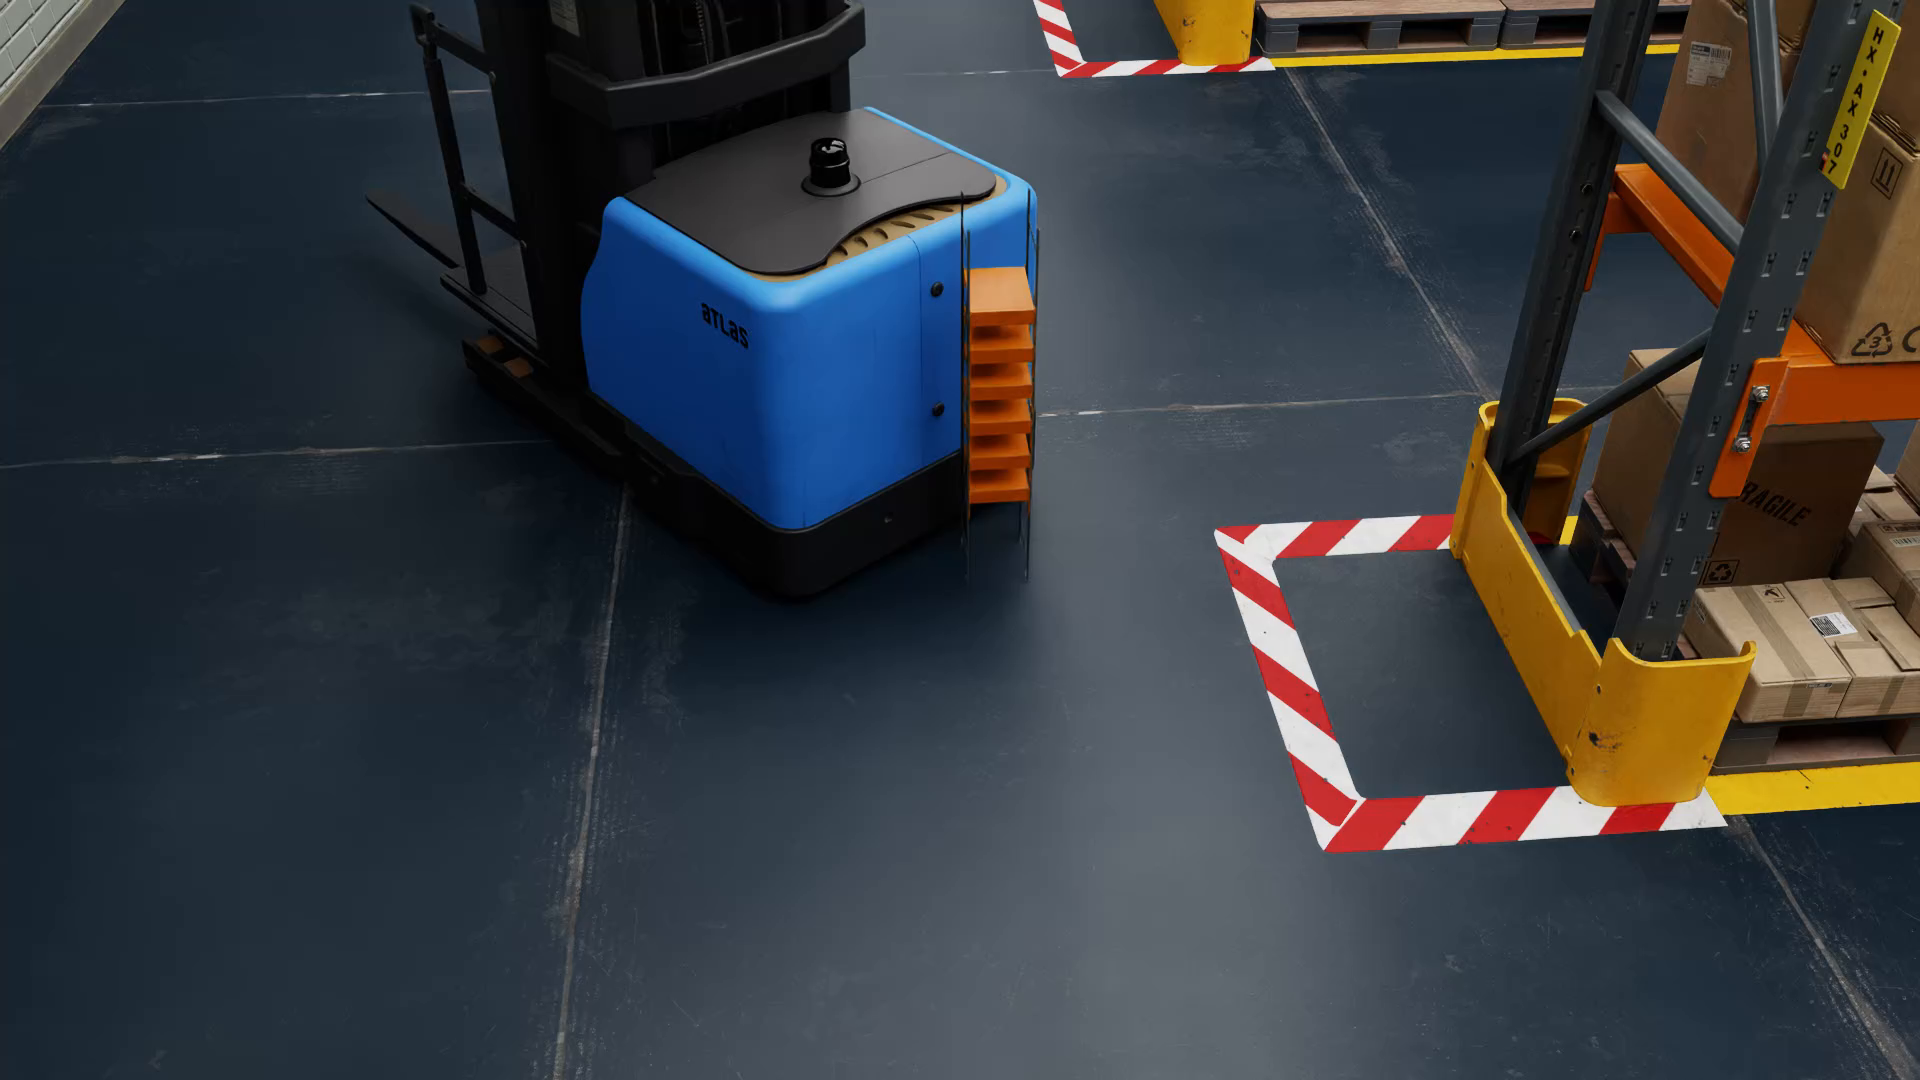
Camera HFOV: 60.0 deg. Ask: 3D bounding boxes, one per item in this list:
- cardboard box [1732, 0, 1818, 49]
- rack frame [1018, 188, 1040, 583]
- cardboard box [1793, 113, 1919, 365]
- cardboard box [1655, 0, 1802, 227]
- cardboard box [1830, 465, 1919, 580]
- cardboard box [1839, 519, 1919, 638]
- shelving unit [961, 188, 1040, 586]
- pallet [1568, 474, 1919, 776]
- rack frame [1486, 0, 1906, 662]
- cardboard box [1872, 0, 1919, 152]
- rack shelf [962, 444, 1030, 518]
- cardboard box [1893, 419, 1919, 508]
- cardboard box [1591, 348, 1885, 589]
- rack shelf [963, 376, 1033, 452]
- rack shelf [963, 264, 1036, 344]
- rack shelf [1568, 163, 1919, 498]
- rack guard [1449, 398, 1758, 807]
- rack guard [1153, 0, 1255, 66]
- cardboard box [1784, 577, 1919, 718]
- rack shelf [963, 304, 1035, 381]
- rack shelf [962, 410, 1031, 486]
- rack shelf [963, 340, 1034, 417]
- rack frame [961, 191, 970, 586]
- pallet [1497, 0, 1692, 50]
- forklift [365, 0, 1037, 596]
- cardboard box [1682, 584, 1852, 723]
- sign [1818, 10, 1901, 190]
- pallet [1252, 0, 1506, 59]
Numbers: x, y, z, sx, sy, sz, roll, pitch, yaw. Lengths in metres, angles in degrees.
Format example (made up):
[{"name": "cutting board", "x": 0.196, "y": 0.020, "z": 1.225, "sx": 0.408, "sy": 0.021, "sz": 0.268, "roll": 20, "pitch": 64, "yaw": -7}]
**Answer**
[{"name": "cardboard box", "x": 2.097, "y": -1.465, "z": 3.798, "sx": 0.500, "sy": 0.500, "sz": 0.500, "roll": -3, "pitch": 38, "yaw": -4}, {"name": "rack frame", "x": 0.197, "y": -0.412, "z": 4.804, "sx": 0.006, "sy": 1.200, "sz": 0.240, "roll": -3, "pitch": 38, "yaw": -4}, {"name": "cardboard box", "x": 2.144, "y": -0.740, "z": 3.686, "sx": 0.500, "sy": 0.500, "sz": 0.500, "roll": -2, "pitch": 38, "yaw": -3}, {"name": "cardboard box", "x": 2.100, "y": -1.071, "z": 4.105, "sx": 0.500, "sy": 0.500, "sz": 0.500, "roll": -2, "pitch": 38, "yaw": -3}, {"name": "cardboard box", "x": 2.609, "y": -0.048, "z": 4.822, "sx": 0.250, "sy": 0.166, "sz": 0.380, "roll": -3, "pitch": 38, "yaw": -4}, {"name": "cardboard box", "x": 2.743, "y": 0.185, "z": 4.459, "sx": 0.500, "sy": 0.250, "sz": 0.500, "roll": -3, "pitch": 38, "yaw": -4}, {"name": "shelving unit", "x": 0.106, "y": -0.408, "z": 4.798, "sx": 0.189, "sy": 1.200, "sz": 0.258, "roll": -3, "pitch": 38, "yaw": -4}, {"name": "pallet", "x": 2.548, "y": 0.207, "z": 4.818, "sx": 1.213, "sy": 0.211, "sz": 1.003, "roll": -3, "pitch": 38, "yaw": -4}, {"name": "rack frame", "x": 1.678, "y": -0.839, "z": 3.892, "sx": 0.127, "sy": 3.000, "sz": 1.000, "roll": -3, "pitch": 38, "yaw": -4}, {"name": "cardboard box", "x": 2.144, "y": -1.133, "z": 3.376, "sx": 0.500, "sy": 0.500, "sz": 0.500, "roll": -2, "pitch": 38, "yaw": -3}, {"name": "rack shelf", "x": 0.106, "y": -0.185, "z": 4.975, "sx": 0.180, "sy": 0.103, "sz": 0.258, "roll": -3, "pitch": 38, "yaw": -4}, {"name": "cardboard box", "x": 3.147, "y": -0.148, "z": 4.881, "sx": 0.500, "sy": 0.250, "sz": 0.500, "roll": -3, "pitch": 38, "yaw": -4}, {"name": "cardboard box", "x": 2.198, "y": -0.213, "z": 4.761, "sx": 0.500, "sy": 0.500, "sz": 0.500, "roll": -3, "pitch": 38, "yaw": -4}, {"name": "rack shelf", "x": 0.106, "y": -0.373, "z": 4.826, "sx": 0.180, "sy": 0.103, "sz": 0.258, "roll": -3, "pitch": 38, "yaw": -4}, {"name": "rack shelf", "x": 0.106, "y": -0.656, "z": 4.603, "sx": 0.180, "sy": 0.103, "sz": 0.258, "roll": -3, "pitch": 38, "yaw": -4}, {"name": "rack shelf", "x": 3.670, "y": -0.667, "z": 4.254, "sx": 4.000, "sy": 0.370, "sz": 1.077, "roll": -3, "pitch": 38, "yaw": -4}, {"name": "rack guard", "x": 1.754, "y": 0.138, "z": 4.672, "sx": 0.348, "sy": 0.500, "sz": 1.175, "roll": -3, "pitch": 38, "yaw": -4}, {"name": "rack guard", "x": 1.221, "y": -2.905, "z": 8.528, "sx": 0.348, "sy": 0.500, "sz": 1.175, "roll": -3, "pitch": 38, "yaw": -4}, {"name": "cardboard box", "x": 2.375, "y": 0.275, "z": 4.411, "sx": 0.250, "sy": 0.166, "sz": 0.380, "roll": -3, "pitch": 38, "yaw": -4}, {"name": "rack shelf", "x": 0.106, "y": -0.561, "z": 4.677, "sx": 0.180, "sy": 0.103, "sz": 0.258, "roll": -3, "pitch": 38, "yaw": -4}, {"name": "rack shelf", "x": 0.106, "y": -0.279, "z": 4.900, "sx": 0.180, "sy": 0.103, "sz": 0.258, "roll": -3, "pitch": 38, "yaw": -4}, {"name": "rack shelf", "x": 0.106, "y": -0.467, "z": 4.752, "sx": 0.180, "sy": 0.103, "sz": 0.258, "roll": -3, "pitch": 38, "yaw": -4}, {"name": "rack frame", "x": 0.014, "y": -0.403, "z": 4.793, "sx": 0.006, "sy": 1.200, "sz": 0.240, "roll": -3, "pitch": 38, "yaw": -4}, {"name": "pallet", "x": 3.281, "y": -2.887, "z": 8.739, "sx": 1.213, "sy": 0.211, "sz": 1.003, "roll": -3, "pitch": 38, "yaw": -4}, {"name": "forklift", "x": -1.120, "y": -1.812, "z": 5.181, "sx": 1.130, "sy": 2.935, "sz": 3.031, "roll": -29, "pitch": 47, "yaw": -32}, {"name": "cardboard box", "x": 2.126, "y": 0.296, "z": 4.400, "sx": 0.250, "sy": 0.149, "sz": 0.380, "roll": -3, "pitch": 38, "yaw": -4}, {"name": "sign", "x": 1.727, "y": -0.845, "z": 3.200, "sx": 0.005, "sy": 0.325, "sz": 0.100, "roll": -3, "pitch": 38, "yaw": -4}, {"name": "pallet", "x": 2.068, "y": -2.822, "z": 8.657, "sx": 1.213, "sy": 0.211, "sz": 1.003, "roll": -3, "pitch": 38, "yaw": -4}]
